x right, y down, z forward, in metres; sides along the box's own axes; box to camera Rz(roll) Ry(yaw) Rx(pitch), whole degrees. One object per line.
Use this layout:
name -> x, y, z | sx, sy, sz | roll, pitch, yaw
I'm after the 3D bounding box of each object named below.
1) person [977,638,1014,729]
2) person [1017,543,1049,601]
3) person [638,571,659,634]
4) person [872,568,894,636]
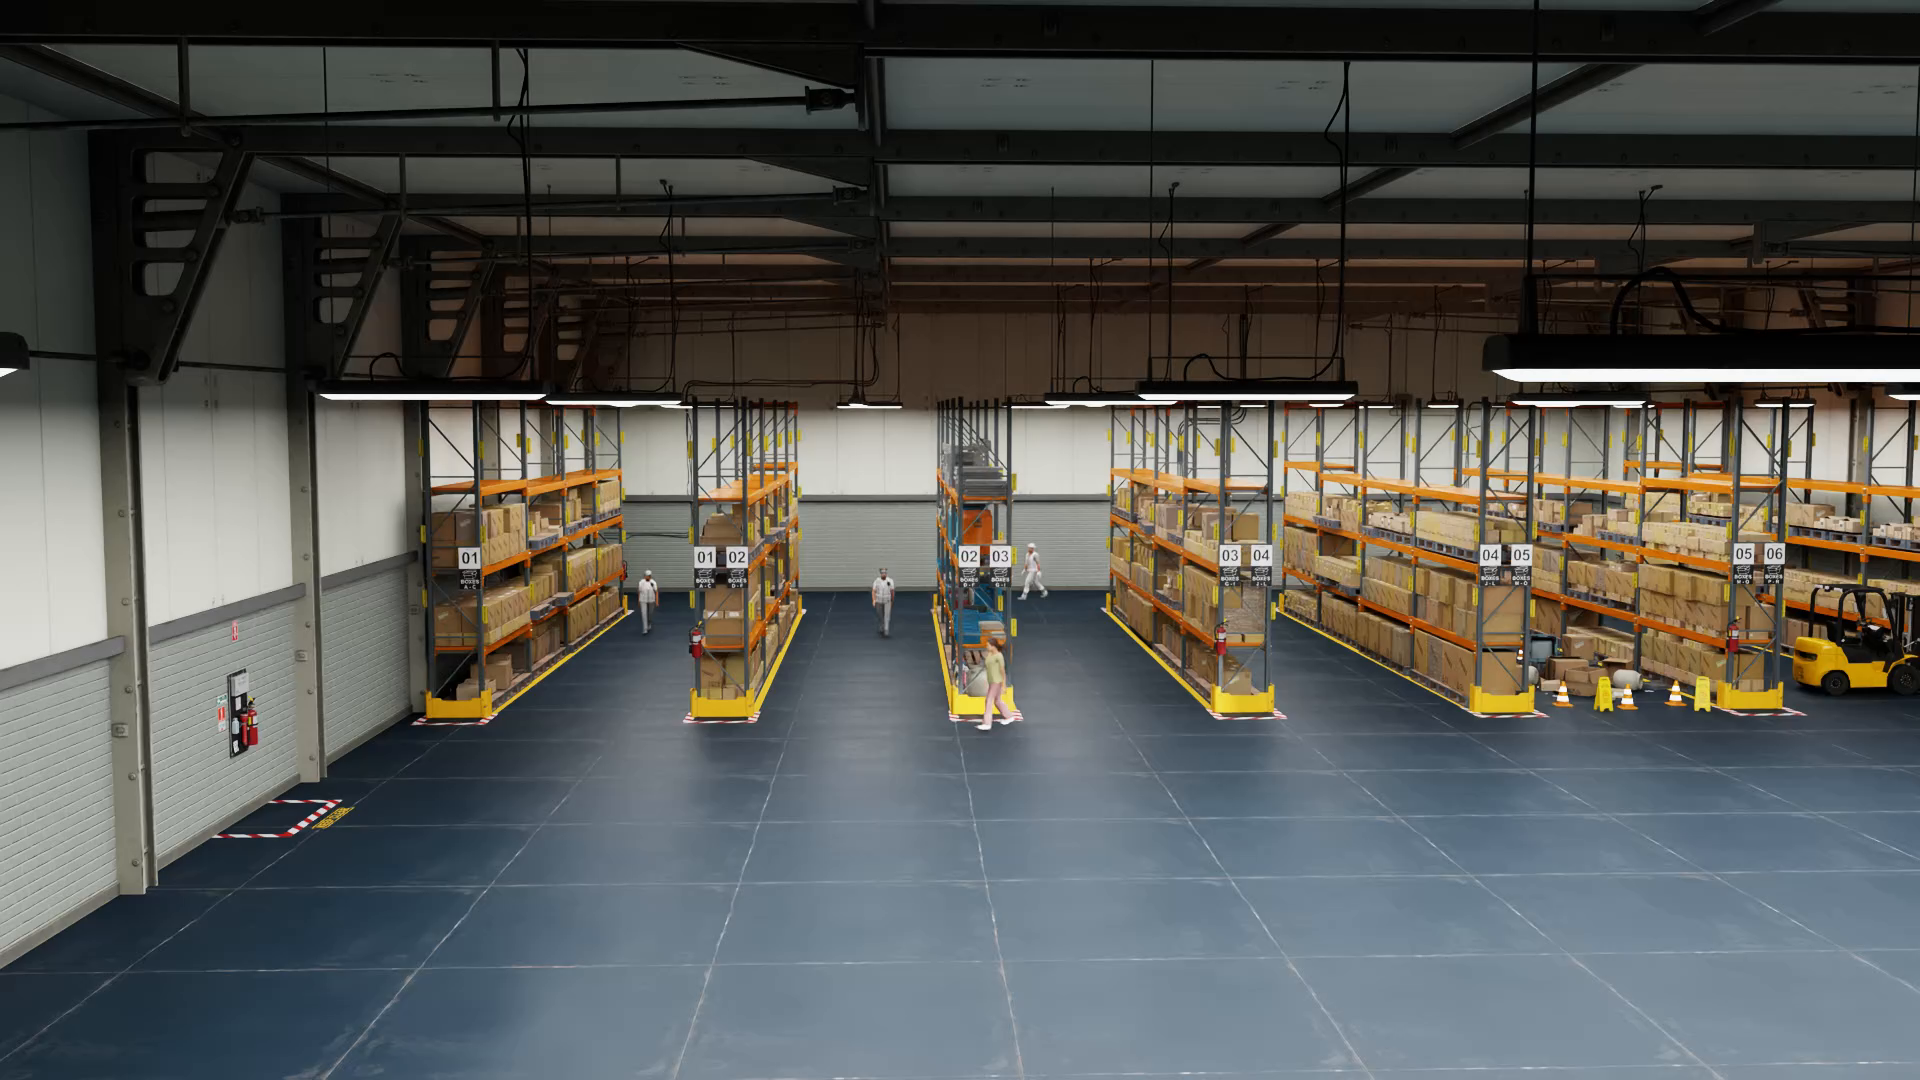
person -> 0.641, 2.577, 30.109 | 0.859, 1.646, 0.477 | -2, 5, -24
person -> 2.191, 0.957, 50.423 | 1.070, 1.746, 0.508 | -1, 5, -18
person -> -8.066, 1.586, 43.022 | 0.512, 1.596, 1.045 | -1, 5, -17
person -> -1.972, 1.551, 42.612 | 0.562, 1.703, 1.077 | 0, 4, 1
